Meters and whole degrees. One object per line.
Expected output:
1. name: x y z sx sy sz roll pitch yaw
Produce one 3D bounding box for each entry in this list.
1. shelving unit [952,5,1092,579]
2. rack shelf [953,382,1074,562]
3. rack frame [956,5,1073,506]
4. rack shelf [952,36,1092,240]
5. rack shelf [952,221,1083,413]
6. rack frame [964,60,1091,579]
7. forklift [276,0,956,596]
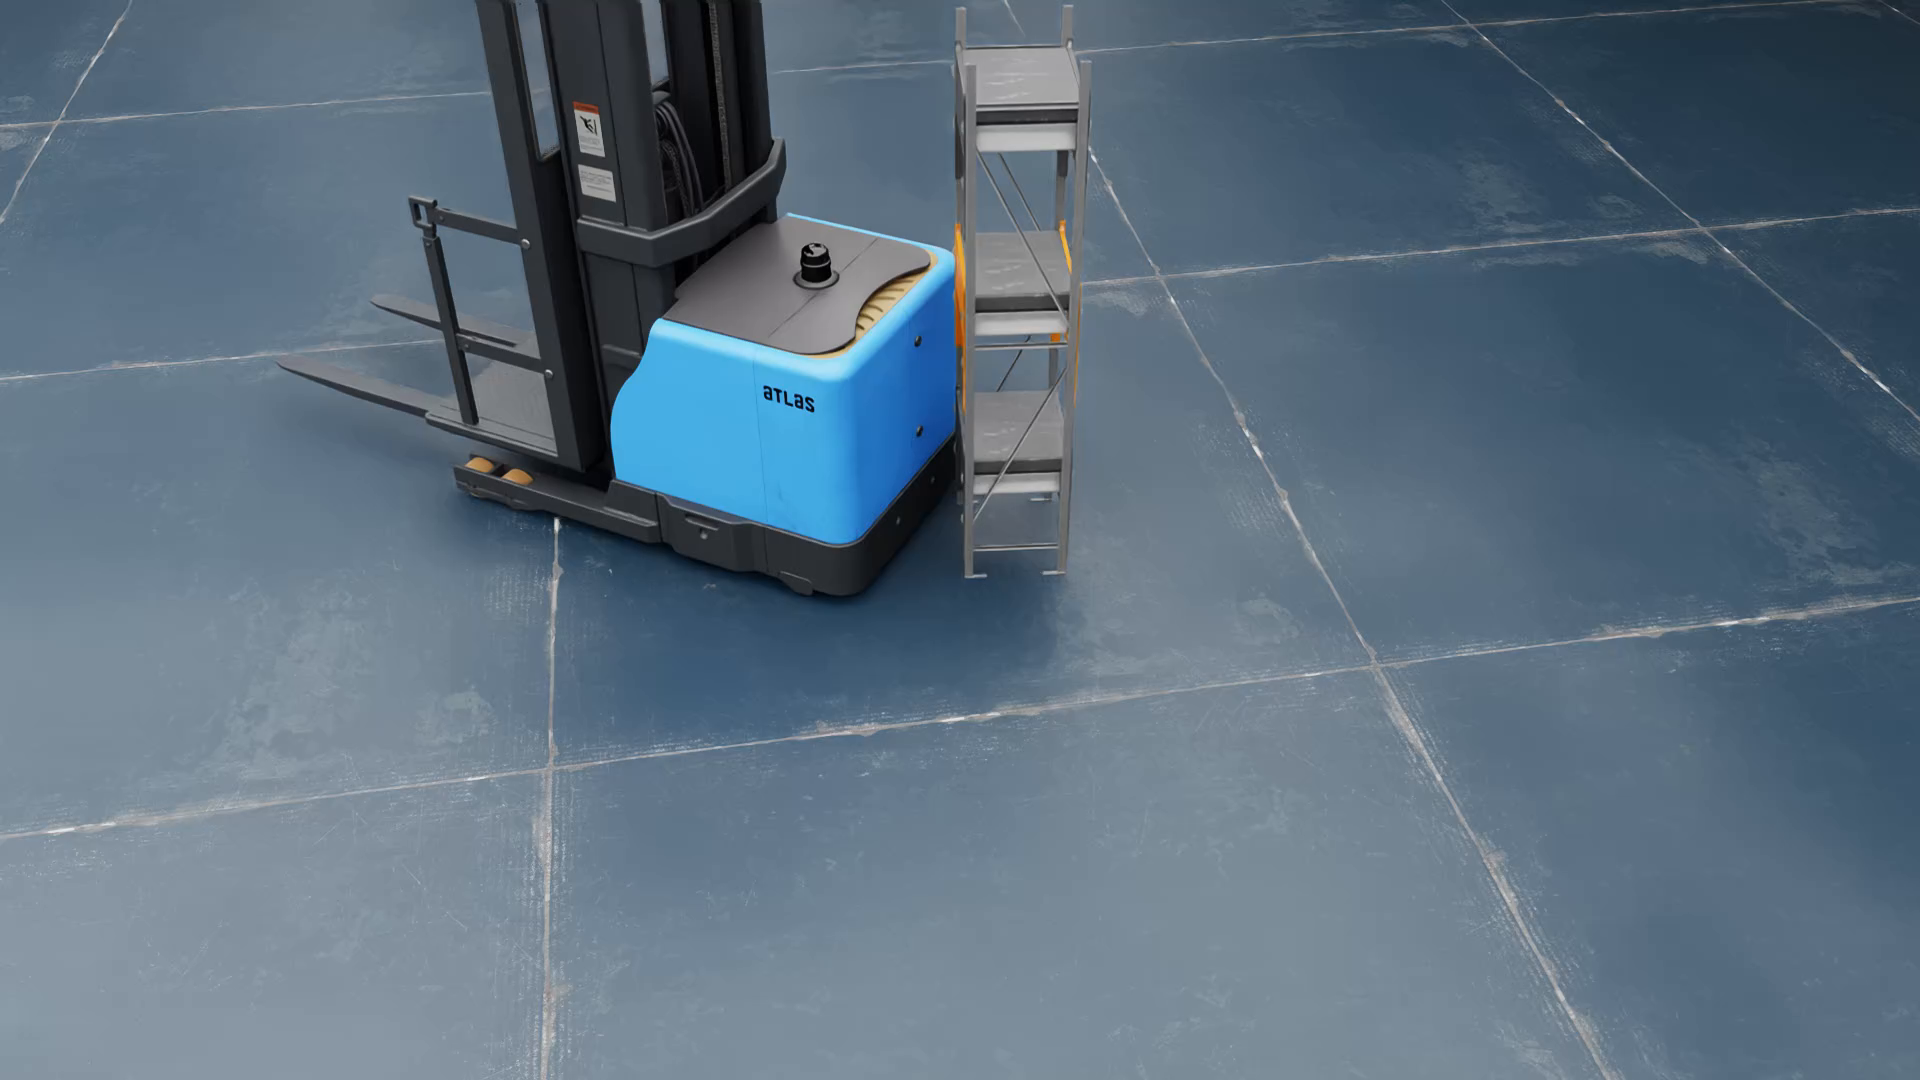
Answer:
1. shelving unit: 0.201 -0.836 6.115 0.431 2.100 0.503 -2 38 -3
2. rack shelf: 0.201 -0.272 6.552 0.431 0.518 0.480 -2 38 -3
3. rack frame: 0.186 -0.985 6.307 0.400 2.100 0.015 -2 38 -3
4. rack shelf: 0.201 -1.378 5.693 0.431 0.518 0.480 -2 38 -3
5. rack shelf: 0.201 -0.825 6.123 0.431 0.518 0.480 -2 38 -3
6. rack frame: 0.217 -0.687 5.922 0.400 2.100 0.015 -2 38 -3
7. forklift: -1.541 -1.556 6.364 3.031 2.935 1.130 16 41 20
